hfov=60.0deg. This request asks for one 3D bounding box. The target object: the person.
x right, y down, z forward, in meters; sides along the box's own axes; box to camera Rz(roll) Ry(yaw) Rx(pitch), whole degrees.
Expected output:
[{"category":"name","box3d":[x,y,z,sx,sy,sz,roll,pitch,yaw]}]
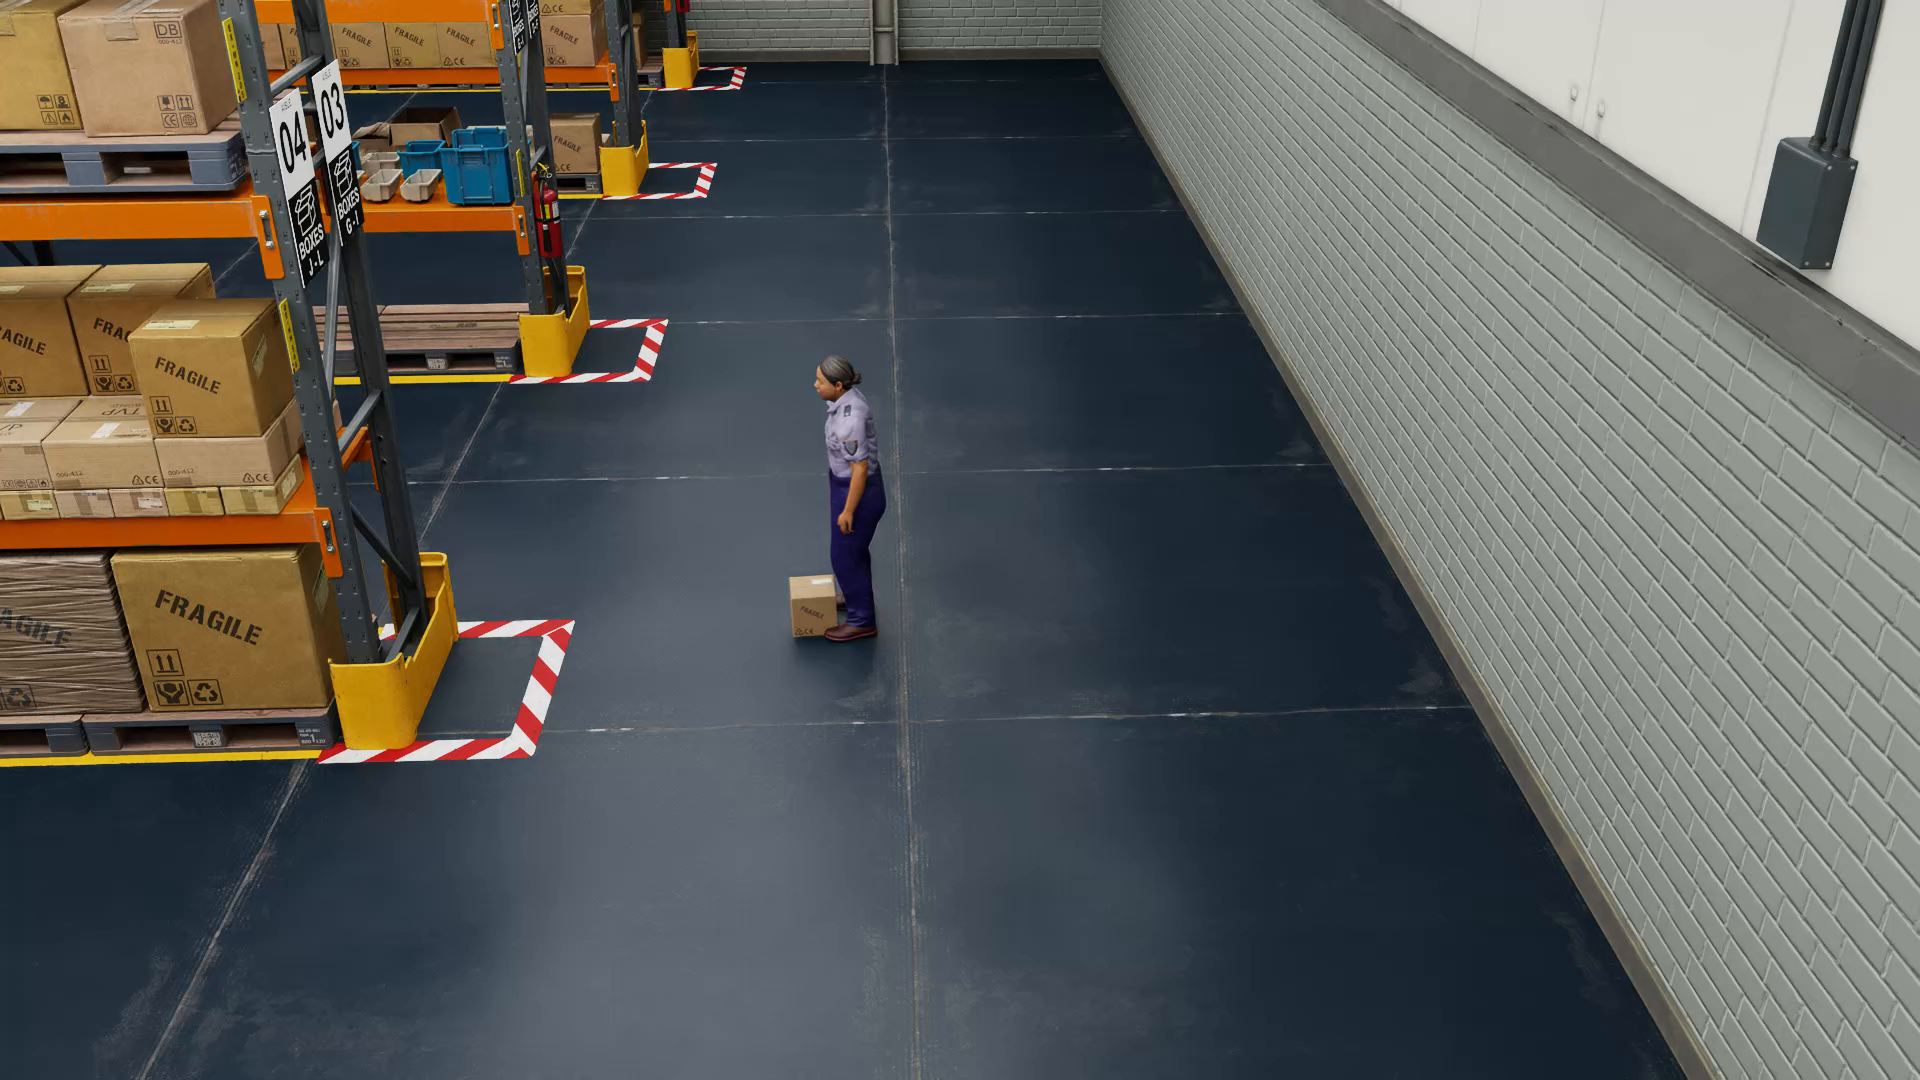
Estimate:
[{"category":"person","box3d":[-0.596,-0.252,9.108,0.367,1.652,0.561,-3,28,-5]}]
